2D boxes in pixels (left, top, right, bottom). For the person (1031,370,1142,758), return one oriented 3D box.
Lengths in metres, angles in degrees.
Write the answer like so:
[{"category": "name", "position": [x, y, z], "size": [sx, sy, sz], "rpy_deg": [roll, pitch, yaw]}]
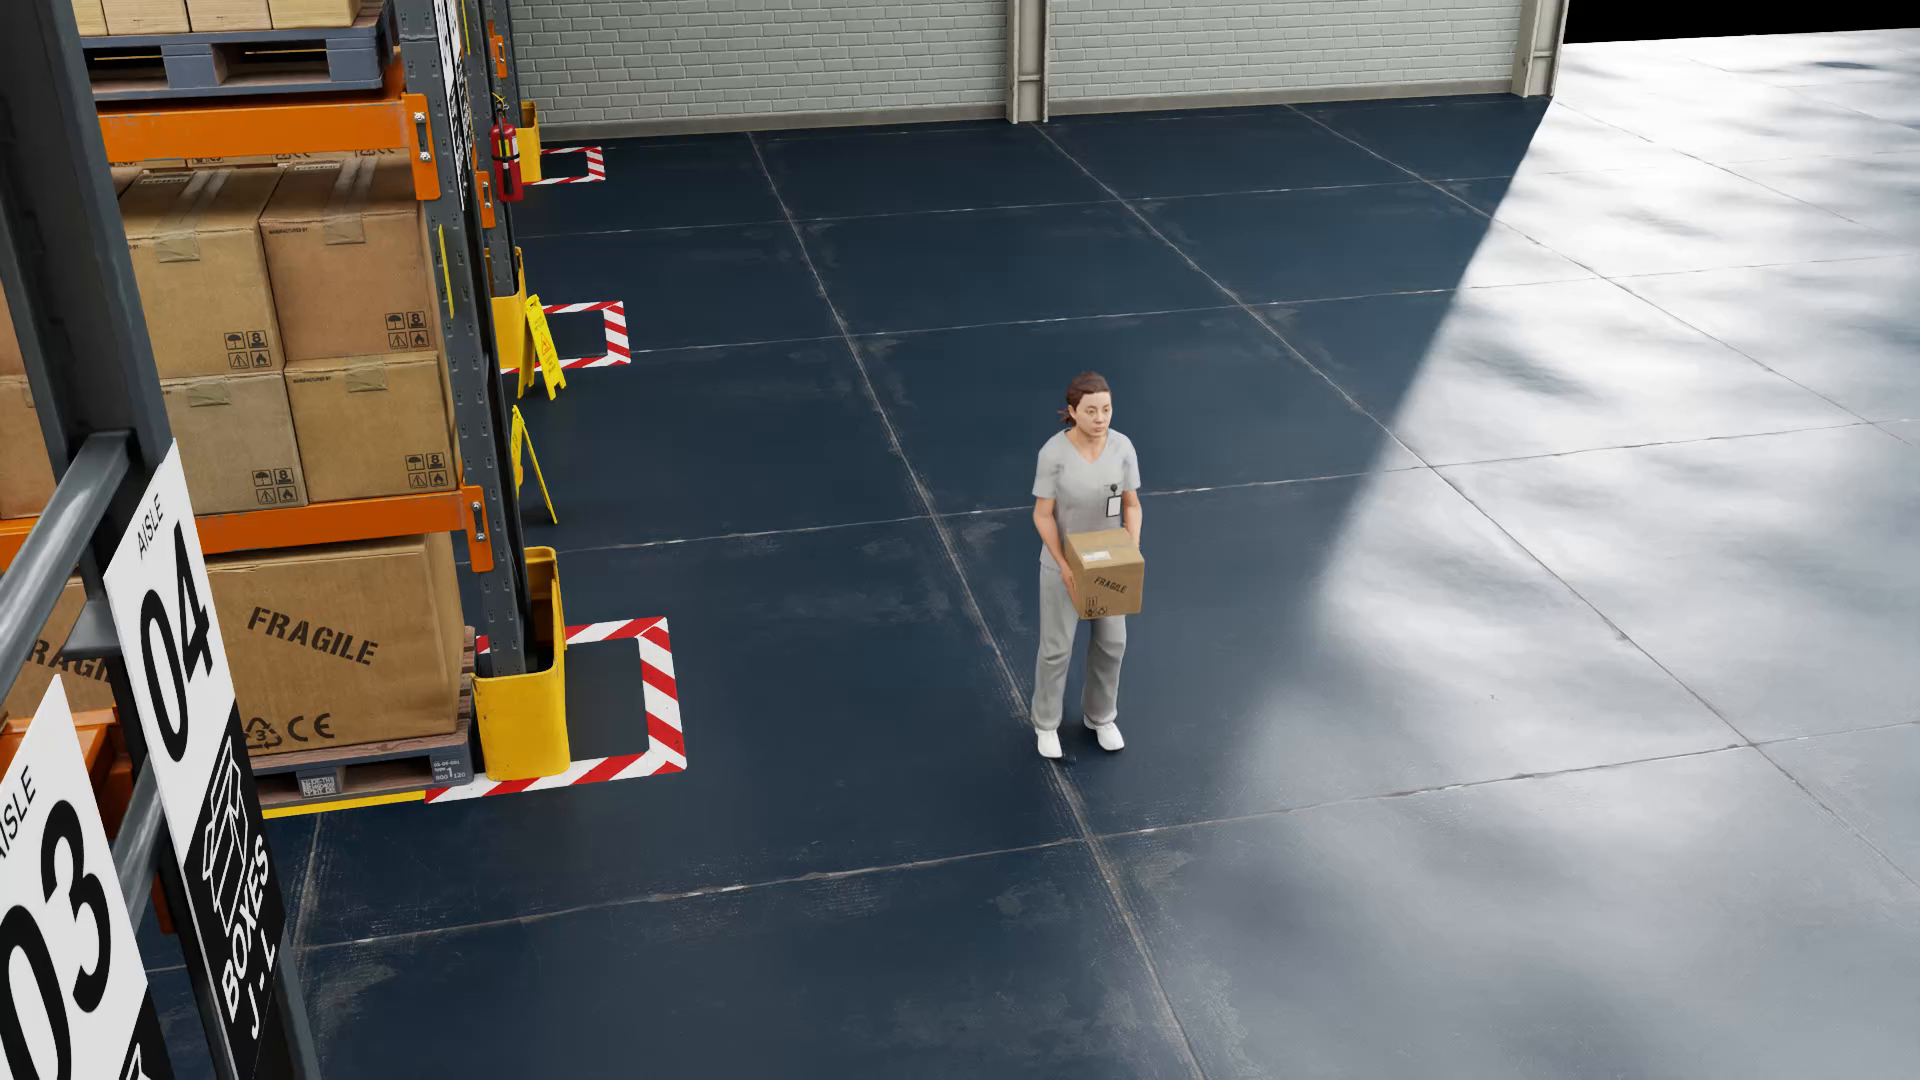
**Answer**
[{"category": "person", "position": [0.529, 0.125, 6.869], "size": [0.463, 1.674, 0.490], "rpy_deg": [-6, 27, -12]}]
